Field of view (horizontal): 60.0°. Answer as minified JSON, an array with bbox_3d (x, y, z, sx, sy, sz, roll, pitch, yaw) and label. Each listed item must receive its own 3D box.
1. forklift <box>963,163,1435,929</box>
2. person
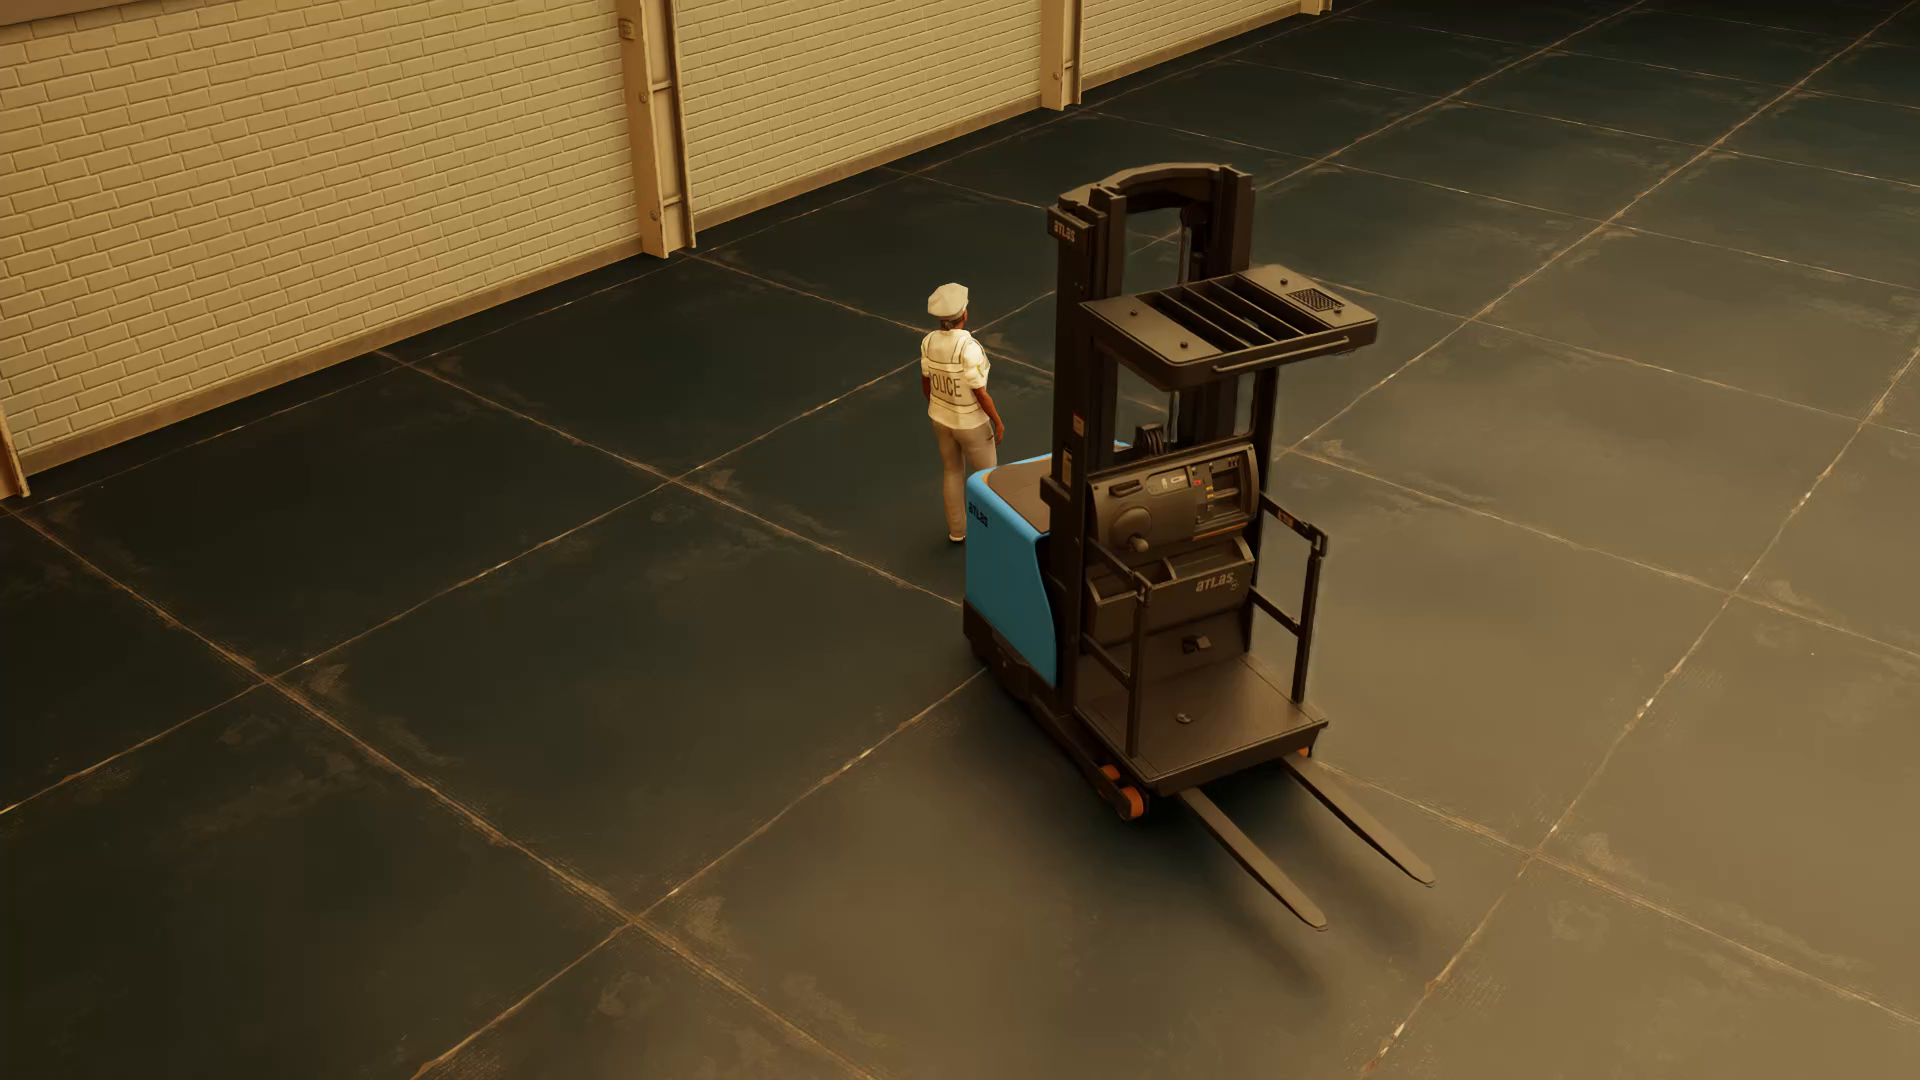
[{"bbox_3d":[1.142,-0.151,7.853,1.130,2.935,3.031,-15,33,-23],"label":"forklift"},{"bbox_3d":[0.062,-0.761,10.108,0.569,1.694,0.530,22,37,33],"label":"person"}]
